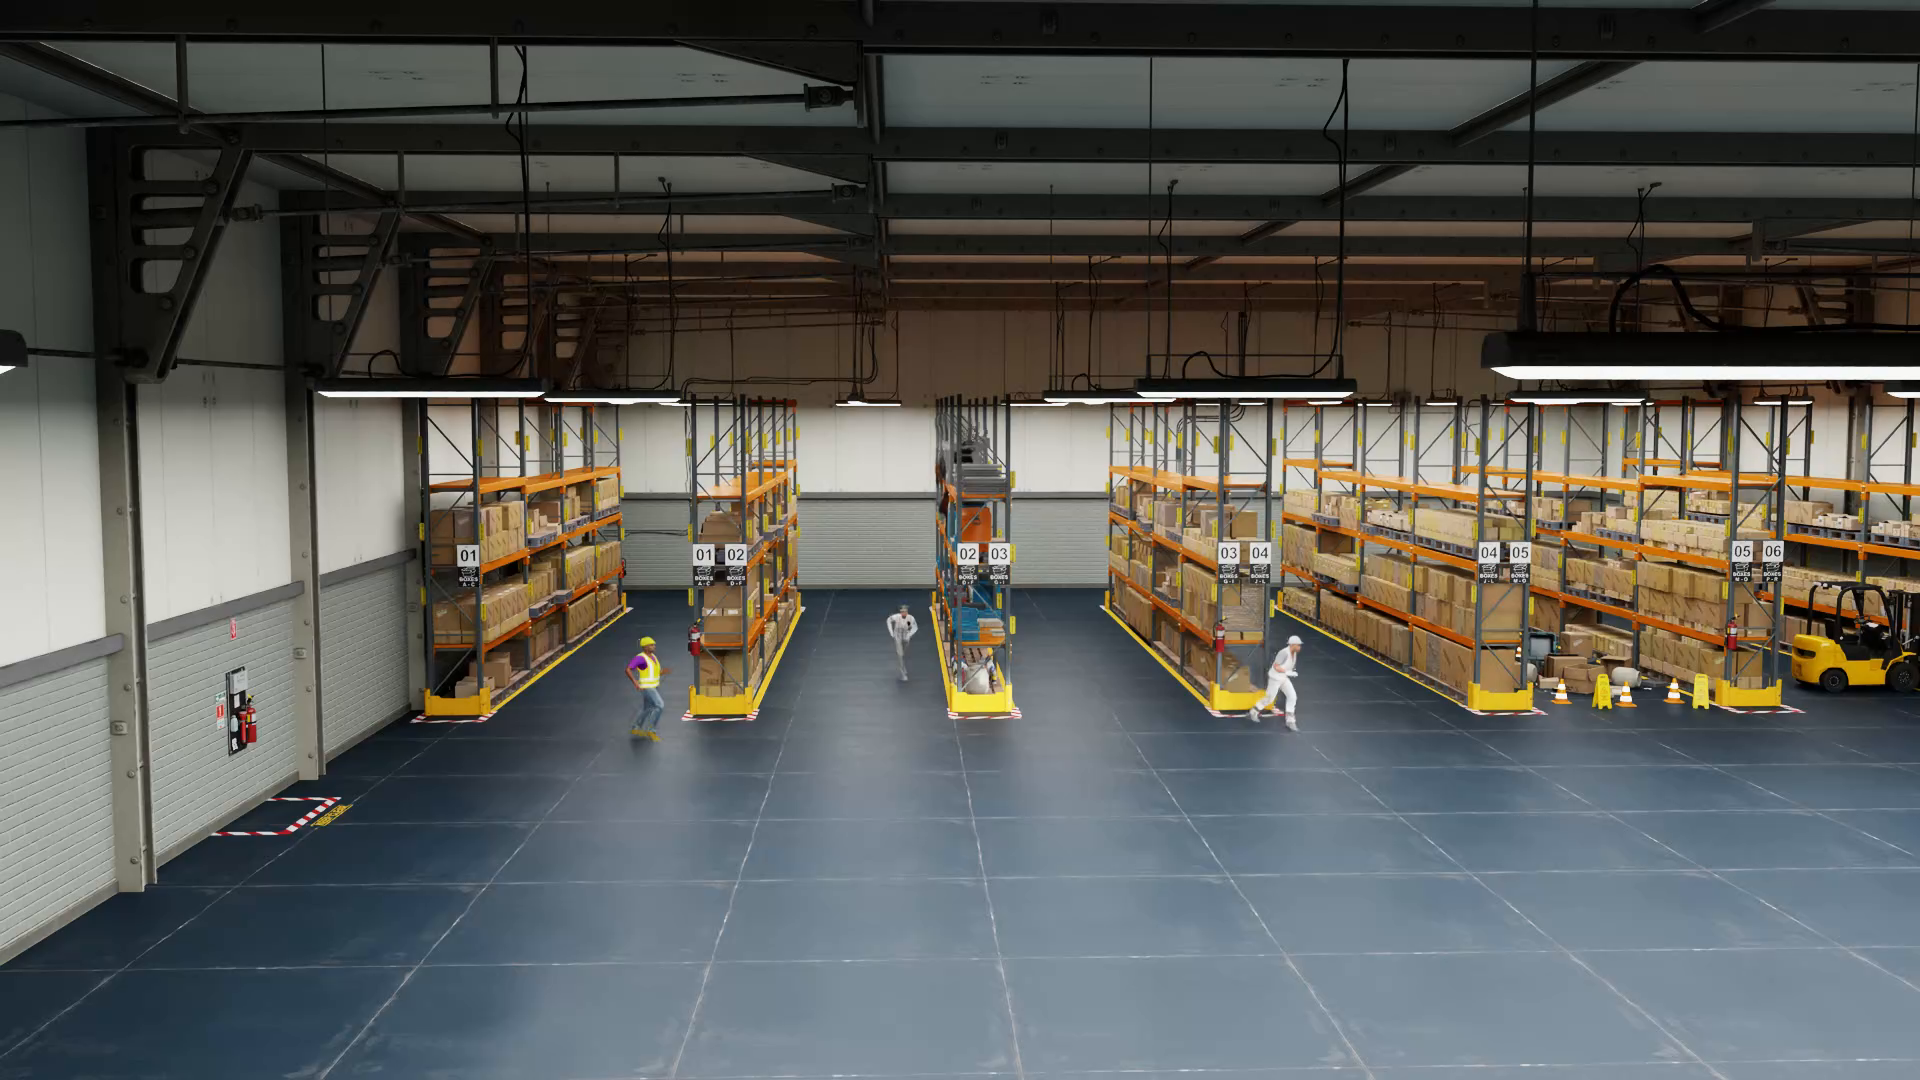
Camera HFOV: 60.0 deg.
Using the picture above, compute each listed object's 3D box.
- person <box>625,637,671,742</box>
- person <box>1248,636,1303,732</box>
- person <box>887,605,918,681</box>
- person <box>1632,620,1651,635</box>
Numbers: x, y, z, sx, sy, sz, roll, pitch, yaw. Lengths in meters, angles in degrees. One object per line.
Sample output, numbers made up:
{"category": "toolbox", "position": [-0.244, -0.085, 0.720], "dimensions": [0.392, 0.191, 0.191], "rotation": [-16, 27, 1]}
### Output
{"category": "person", "position": [-5.369, 2.587, 28.736], "dimensions": [0.751, 1.820, 0.670], "rotation": [1, 5, 9]}
{"category": "person", "position": [5.667, 2.551, 29.810], "dimensions": [1.042, 1.733, 0.683], "rotation": [3, 6, 36]}
{"category": "person", "position": [-1.235, 2.159, 35.487], "dimensions": [0.656, 1.628, 0.981], "rotation": [0, 5, -4]}
{"category": "person", "position": [17.085, 1.609, 41.601], "dimensions": [0.669, 1.756, 0.835], "rotation": [-1, 5, -11]}
